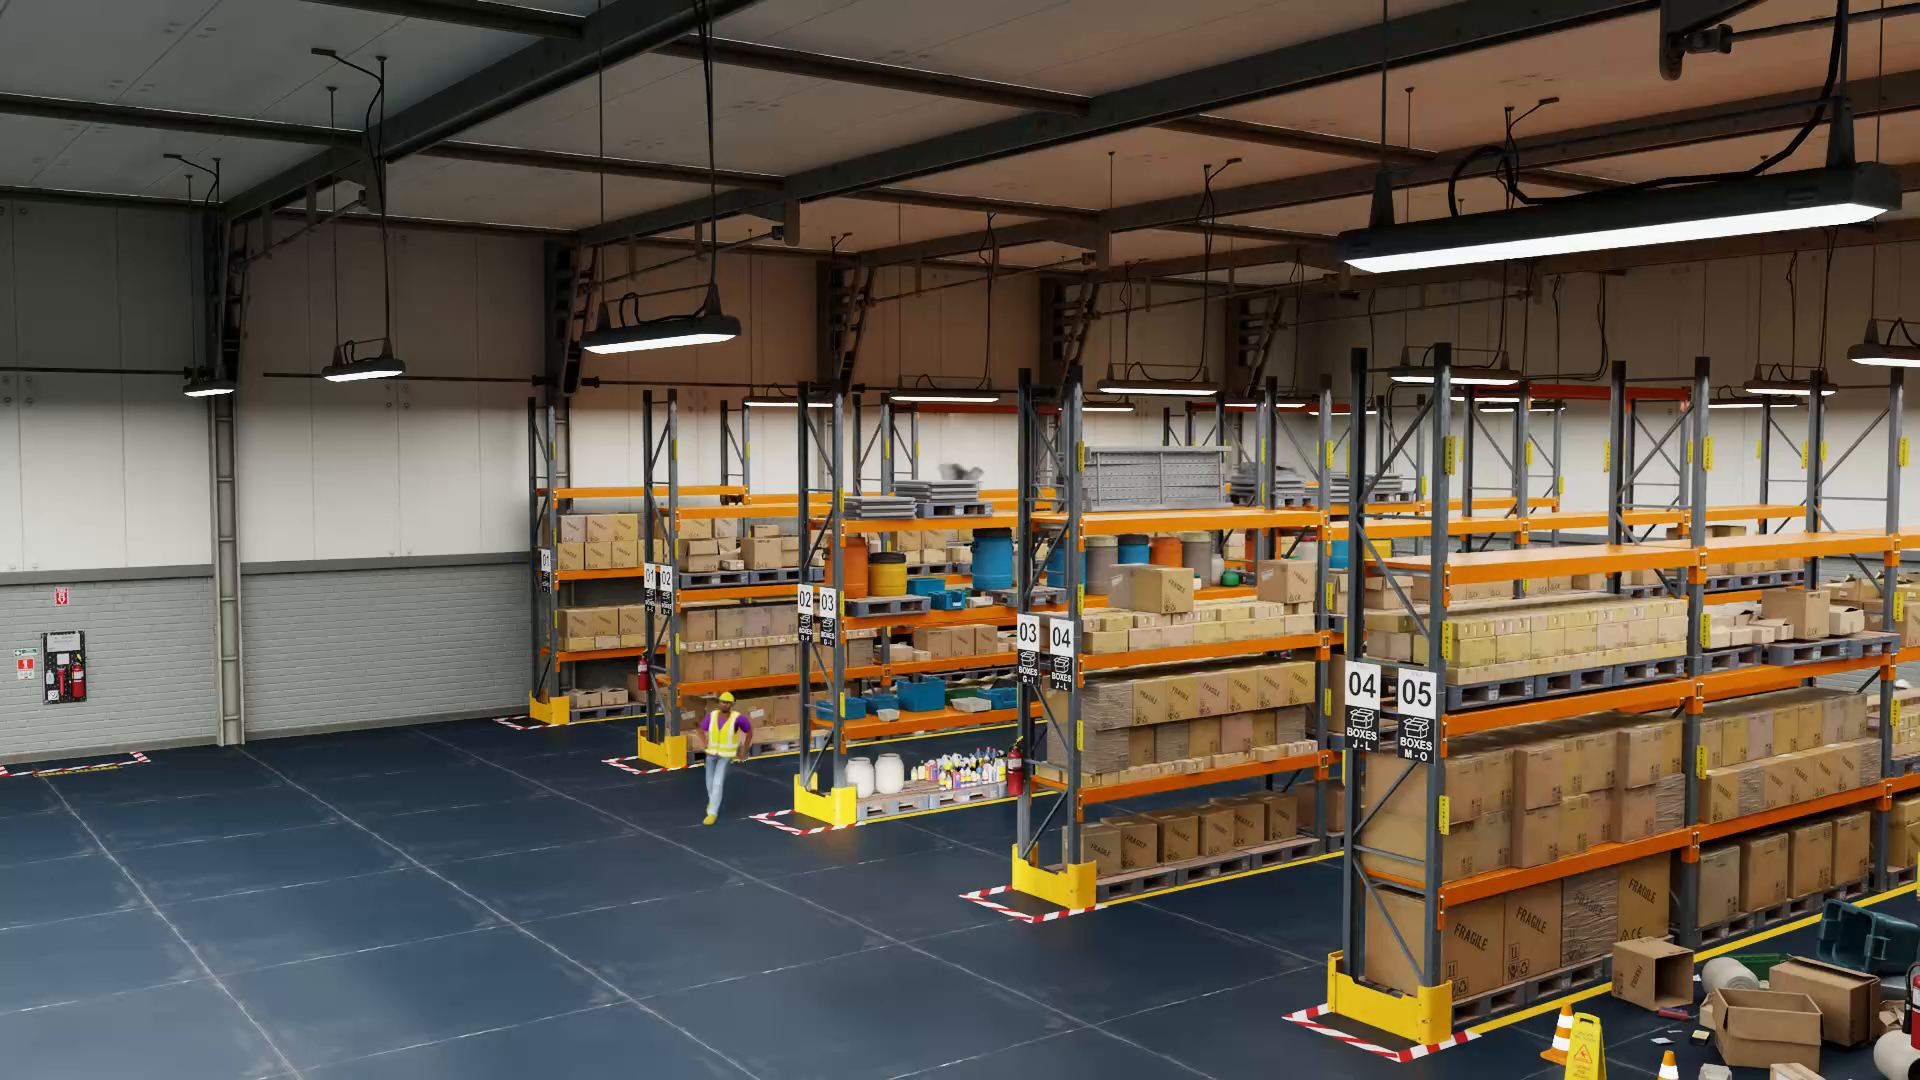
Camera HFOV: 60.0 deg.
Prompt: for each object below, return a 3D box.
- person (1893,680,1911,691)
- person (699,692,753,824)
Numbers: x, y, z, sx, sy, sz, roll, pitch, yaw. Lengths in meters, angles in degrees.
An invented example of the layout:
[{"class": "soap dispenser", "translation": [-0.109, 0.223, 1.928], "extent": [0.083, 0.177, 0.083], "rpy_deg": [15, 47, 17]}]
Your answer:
[{"class": "person", "translation": [13.561, 2.867, 23.878], "extent": [0.790, 1.722, 0.673], "rpy_deg": [-2, 4, -31]}, {"class": "person", "translation": [-3.227, 2.934, 22.677], "extent": [0.748, 1.746, 0.889], "rpy_deg": [1, 3, 10]}]
